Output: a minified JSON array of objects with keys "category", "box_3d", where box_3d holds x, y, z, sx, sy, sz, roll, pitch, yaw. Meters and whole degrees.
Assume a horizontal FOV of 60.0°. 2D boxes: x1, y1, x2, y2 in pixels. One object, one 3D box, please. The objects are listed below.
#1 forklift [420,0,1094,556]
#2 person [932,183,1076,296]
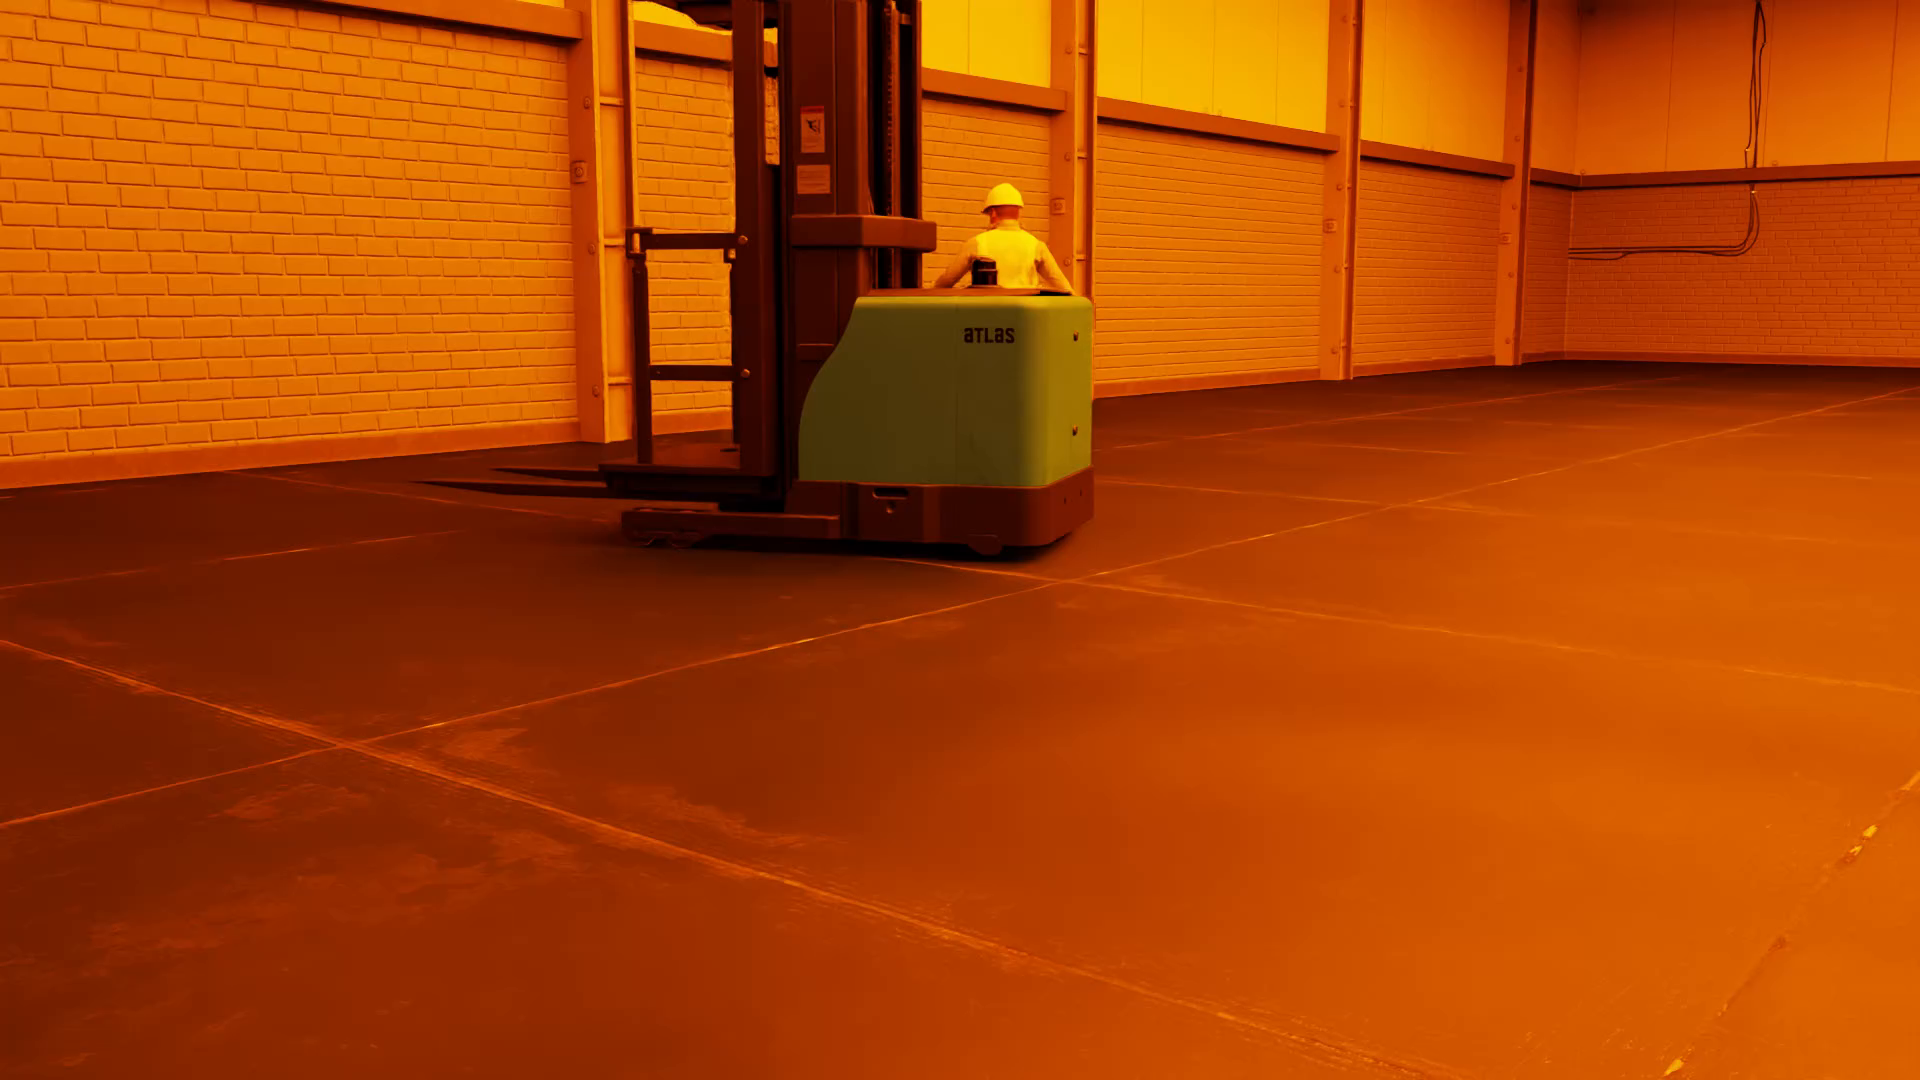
[{"category":"forklift","box_3d":[-0.965,-1.484,7.424,3.031,2.935,1.130,2,9,16]},{"category":"person","box_3d":[0.299,-1.265,10.146,0.974,1.774,0.695,0,8,-3]}]
